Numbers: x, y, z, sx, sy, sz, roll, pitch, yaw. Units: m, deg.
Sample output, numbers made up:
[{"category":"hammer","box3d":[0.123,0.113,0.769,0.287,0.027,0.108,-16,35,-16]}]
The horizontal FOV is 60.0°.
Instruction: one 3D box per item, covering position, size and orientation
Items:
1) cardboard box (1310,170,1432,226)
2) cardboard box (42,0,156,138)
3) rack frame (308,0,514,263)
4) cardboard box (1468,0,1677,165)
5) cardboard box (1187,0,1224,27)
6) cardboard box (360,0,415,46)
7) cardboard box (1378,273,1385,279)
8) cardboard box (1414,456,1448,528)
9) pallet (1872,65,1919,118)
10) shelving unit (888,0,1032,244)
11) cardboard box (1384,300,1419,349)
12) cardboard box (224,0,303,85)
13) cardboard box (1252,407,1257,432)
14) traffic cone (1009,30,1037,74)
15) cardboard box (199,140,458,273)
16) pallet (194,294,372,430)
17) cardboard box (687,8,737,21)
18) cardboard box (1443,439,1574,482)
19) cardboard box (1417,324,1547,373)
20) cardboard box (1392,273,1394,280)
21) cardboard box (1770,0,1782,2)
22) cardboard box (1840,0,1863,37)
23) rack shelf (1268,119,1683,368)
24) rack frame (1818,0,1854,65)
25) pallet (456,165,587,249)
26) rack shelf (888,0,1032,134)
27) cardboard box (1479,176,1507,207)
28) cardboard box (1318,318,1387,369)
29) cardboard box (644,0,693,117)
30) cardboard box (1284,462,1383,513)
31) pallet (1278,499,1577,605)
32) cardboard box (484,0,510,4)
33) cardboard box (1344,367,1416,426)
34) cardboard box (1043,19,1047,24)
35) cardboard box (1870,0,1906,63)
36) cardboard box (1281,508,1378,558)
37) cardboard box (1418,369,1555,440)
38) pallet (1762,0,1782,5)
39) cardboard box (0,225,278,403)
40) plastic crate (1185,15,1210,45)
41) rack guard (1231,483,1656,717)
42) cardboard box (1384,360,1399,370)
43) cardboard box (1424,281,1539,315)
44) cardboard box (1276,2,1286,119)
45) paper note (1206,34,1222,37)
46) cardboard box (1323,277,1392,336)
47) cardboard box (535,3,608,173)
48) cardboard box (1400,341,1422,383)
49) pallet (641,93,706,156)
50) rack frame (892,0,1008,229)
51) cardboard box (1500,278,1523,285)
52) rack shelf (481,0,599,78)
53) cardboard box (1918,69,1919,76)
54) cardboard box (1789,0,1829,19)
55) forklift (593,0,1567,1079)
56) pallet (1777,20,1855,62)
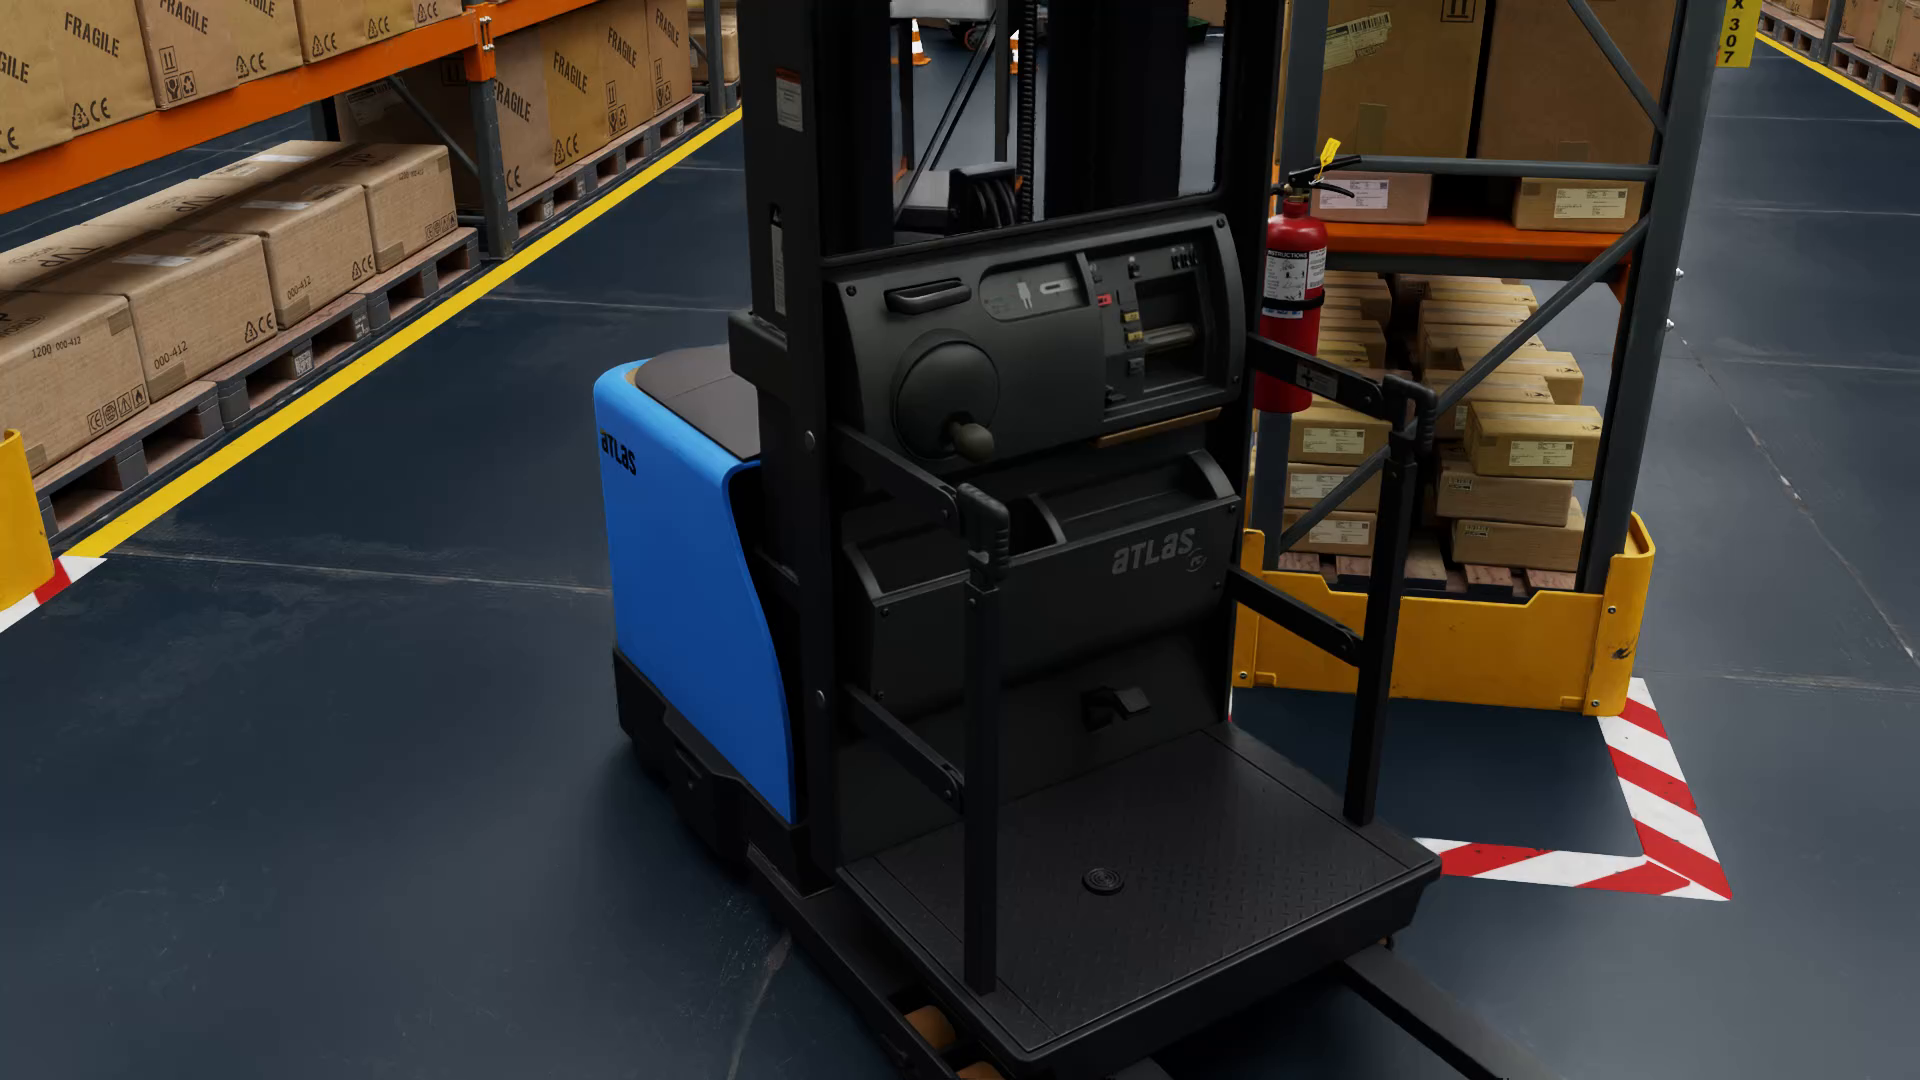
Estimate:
[{"category":"cardboard box","box3d":[1.093,-0.978,4.598,0.380,0.149,0.250,4,25,9]},{"category":"cardboard box","box3d":[-3.165,-1.677,5.676,0.500,0.500,0.500,4,25,8]},{"category":"rack frame","box3d":[-2.928,-2.910,8.428,1.000,3.000,0.127,4,25,9]},{"category":"cardboard box","box3d":[1.664,-1.285,4.488,0.500,0.500,0.500,5,26,11]},{"category":"cardboard box","box3d":[2.521,-5.544,17.003,0.500,0.500,0.500,8,26,18]},{"category":"cardboard box","box3d":[-2.830,-2.528,7.494,0.500,0.500,0.500,3,25,7]},{"category":"cardboard box","box3d":[1.510,-1.097,6.720,0.380,0.149,0.250,3,25,6]},{"category":"cardboard box","box3d":[1.682,-0.147,5.394,0.380,0.149,0.250,4,25,8]},{"category":"pallet","box3d":[7.833,-3.469,12.912,1.003,0.211,1.213,4,25,9]},{"category":"shelving unit","box3d":[-0.027,-0.882,5.157,0.431,2.100,0.503,4,25,9]},{"category":"cardboard box","box3d":[1.866,-0.836,6.515,0.380,0.149,0.250,5,26,11]},{"category":"cardboard box","box3d":[-2.999,-2.099,6.578,0.500,0.500,0.500,5,26,10]},{"category":"cardboard box","box3d":[1.276,-0.504,6.156,0.380,0.149,0.250,3,25,6]},{"category":"traffic cone","box3d":[0.497,-4.301,14.392,0.336,0.463,0.334,4,25,9]},{"category":"cardboard box","box3d":[-3.137,-1.685,8.337,0.875,0.438,0.875,4,25,8]},{"category":"pallet","box3d":[-3.327,-0.823,7.258,1.003,0.211,1.213,4,25,9]},{"category":"cardboard box","box3d":[-2.060,-4.128,13.634,0.950,0.372,0.625,4,25,8]},{"category":"cardboard box","box3d":[1.757,-0.282,5.331,0.380,0.149,0.250,4,25,8]},{"category":"cardboard box","box3d":[1.792,-0.630,5.723,0.380,0.149,0.250,3,25,6]},{"category":"cardboard box","box3d":[2.016,-1.056,6.984,0.380,0.149,0.250,5,25,10]},{"category":"cardboard box","box3d":[8.627,-5.788,17.030,0.500,0.500,0.500,11,27,22]},{"category":"cardboard box","box3d":[8.261,-4.792,14.902,0.500,0.500,0.500,3,25,7]},{"category":"rack shelf","box3d":[1.645,-1.447,6.152,1.077,0.370,4.000,4,25,9]},{"category":"rack frame","box3d":[8.156,-5.569,14.110,1.000,3.000,0.127,4,25,9]},{"category":"pallet","box3d":[-2.876,-1.975,9.720,1.003,0.211,1.213,4,25,9]},{"category":"rack shelf","box3d":[-0.027,-1.503,4.866,0.431,0.518,0.480,4,25,9]},{"category":"cardboard box","box3d":[1.695,-1.045,4.740,0.380,0.149,0.250,5,26,10]},{"category":"cardboard box","box3d":[1.274,-0.666,5.800,0.380,0.149,0.250,3,25,6]},{"category":"cardboard box","box3d":[-2.469,-3.528,11.759,0.875,0.875,0.875,4,25,8]},{"category":"cardboard box","box3d":[1.123,-0.211,5.178,0.380,0.149,0.250,3,25,7]},{"category":"pallet","box3d":[1.498,-0.042,5.592,1.003,0.211,1.213,4,25,9]},{"category":"cardboard box","box3d":[-2.596,-3.008,8.814,0.500,0.250,0.500,3,25,7]},{"category":"cardboard box","box3d":[1.252,-0.445,5.328,0.380,0.149,0.250,5,25,10]},{"category":"cardboard box","box3d":[1.099,-5.558,16.870,0.797,0.637,0.503,4,25,9]},{"category":"cardboard box","box3d":[7.938,-4.183,13.578,0.700,0.500,0.500,4,25,8]},{"category":"cardboard box","box3d":[1.198,-0.070,5.229,0.380,0.149,0.250,4,25,9]},{"category":"cardboard box","box3d":[1.665,-0.424,5.283,0.380,0.149,0.250,4,25,9]},{"category":"pallet","box3d":[8.630,-5.610,17.486,1.003,0.211,1.213,4,25,9]},{"category":"cardboard box","box3d":[-3.431,-0.933,6.732,0.875,0.438,0.875,5,25,10]},{"category":"plastic crate","box3d":[2.015,-4.871,15.867,0.450,0.188,0.662,29,36,30]},{"category":"rack guard","box3d":[1.331,0.164,4.810,1.175,0.500,0.348,4,25,9]},{"category":"cardboard box","box3d":[1.351,-0.533,5.868,0.380,0.149,0.250,4,25,8]},{"category":"cardboard box","box3d":[1.935,-0.852,6.198,0.380,0.149,0.250,4,25,9]},{"category":"cardboard box","box3d":[1.227,-1.537,5.027,0.500,0.500,0.500,4,25,8]},{"category":"paper note","box3d":[2.496,-4.955,16.298,0.147,0.020,0.142,-14,29,-27]},{"category":"cardboard box","box3d":[1.416,-0.885,6.267,0.380,0.149,0.250,3,25,7]},{"category":"cardboard box","box3d":[-2.766,-2.781,10.164,0.875,0.875,0.875,5,26,10]},{"category":"cardboard box","box3d":[1.809,-0.608,6.027,0.380,0.149,0.250,3,25,6]},{"category":"pallet","box3d":[-2.478,-2.995,11.900,1.003,0.211,1.213,4,25,9]},{"category":"rack frame","box3d":[-0.067,-0.780,4.939,0.400,2.100,0.015,4,25,9]},{"category":"cardboard box","box3d":[2.030,-1.060,6.643,0.380,0.149,0.250,3,25,7]},{"category":"rack shelf","box3d":[-2.601,-3.421,10.368,1.077,0.370,4.000,4,25,9]},{"category":"cardboard box","box3d":[7.756,-3.715,12.579,0.700,0.500,0.500,6,26,13]},{"category":"cardboard box","box3d":[8.371,-5.297,15.981,0.500,0.500,0.500,2,25,4]},{"category":"forklift","box3d":[0.303,-0.374,3.092,1.130,2.935,3.031,-16,29,-30]},{"category":"pallet","box3d":[8.231,-4.590,15.306,1.003,0.211,1.213,4,25,9]}]
